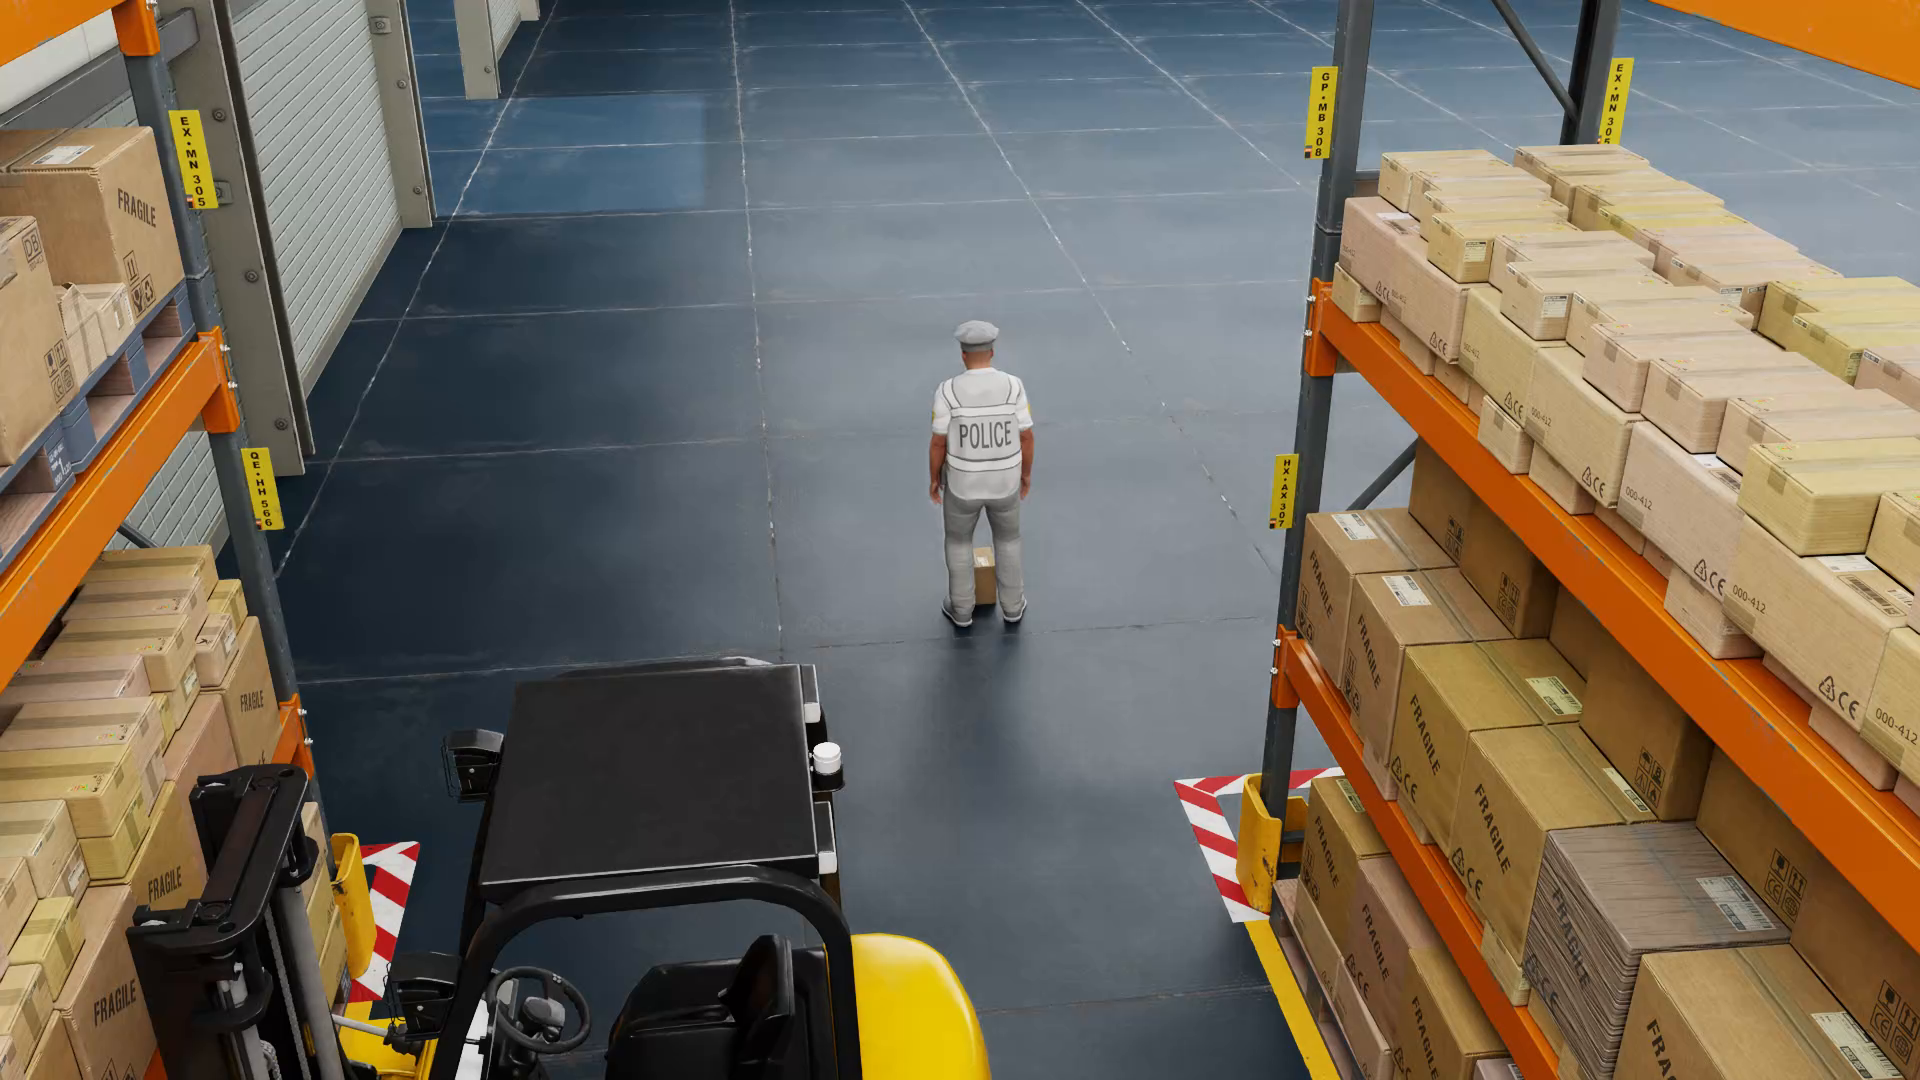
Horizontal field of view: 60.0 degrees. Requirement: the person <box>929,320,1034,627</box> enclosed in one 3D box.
[{"bbox_3d":[0.121,-0.332,9.259,0.585,1.749,0.434,-4,27,-7],"label":"person"}]
